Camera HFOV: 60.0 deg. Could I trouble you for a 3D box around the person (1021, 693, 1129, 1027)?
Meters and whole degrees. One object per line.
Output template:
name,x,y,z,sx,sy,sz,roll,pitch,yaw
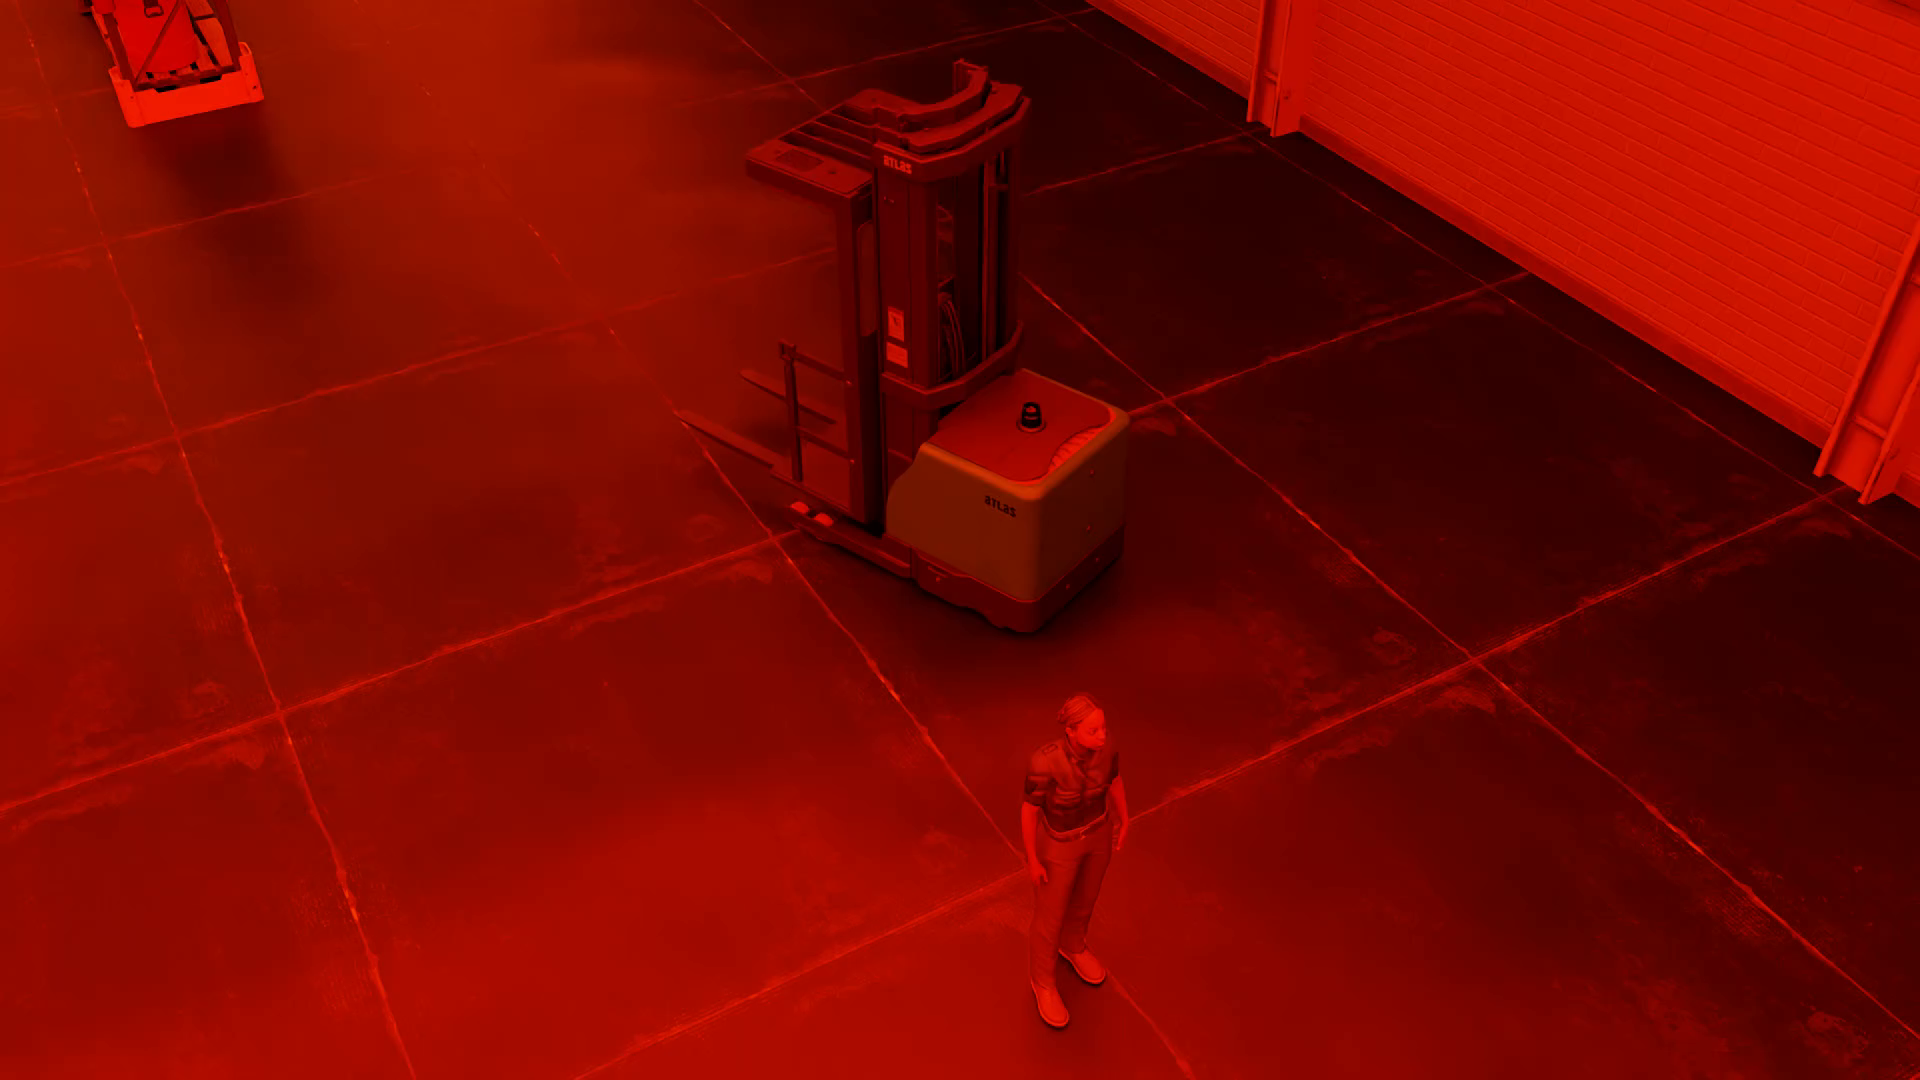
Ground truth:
person,0.539,1.388,7.351,0.570,1.656,0.503,-21,44,-24

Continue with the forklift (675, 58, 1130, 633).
forklift,-0.481,-1.366,9.683,3.031,2.935,1.130,26,46,28
